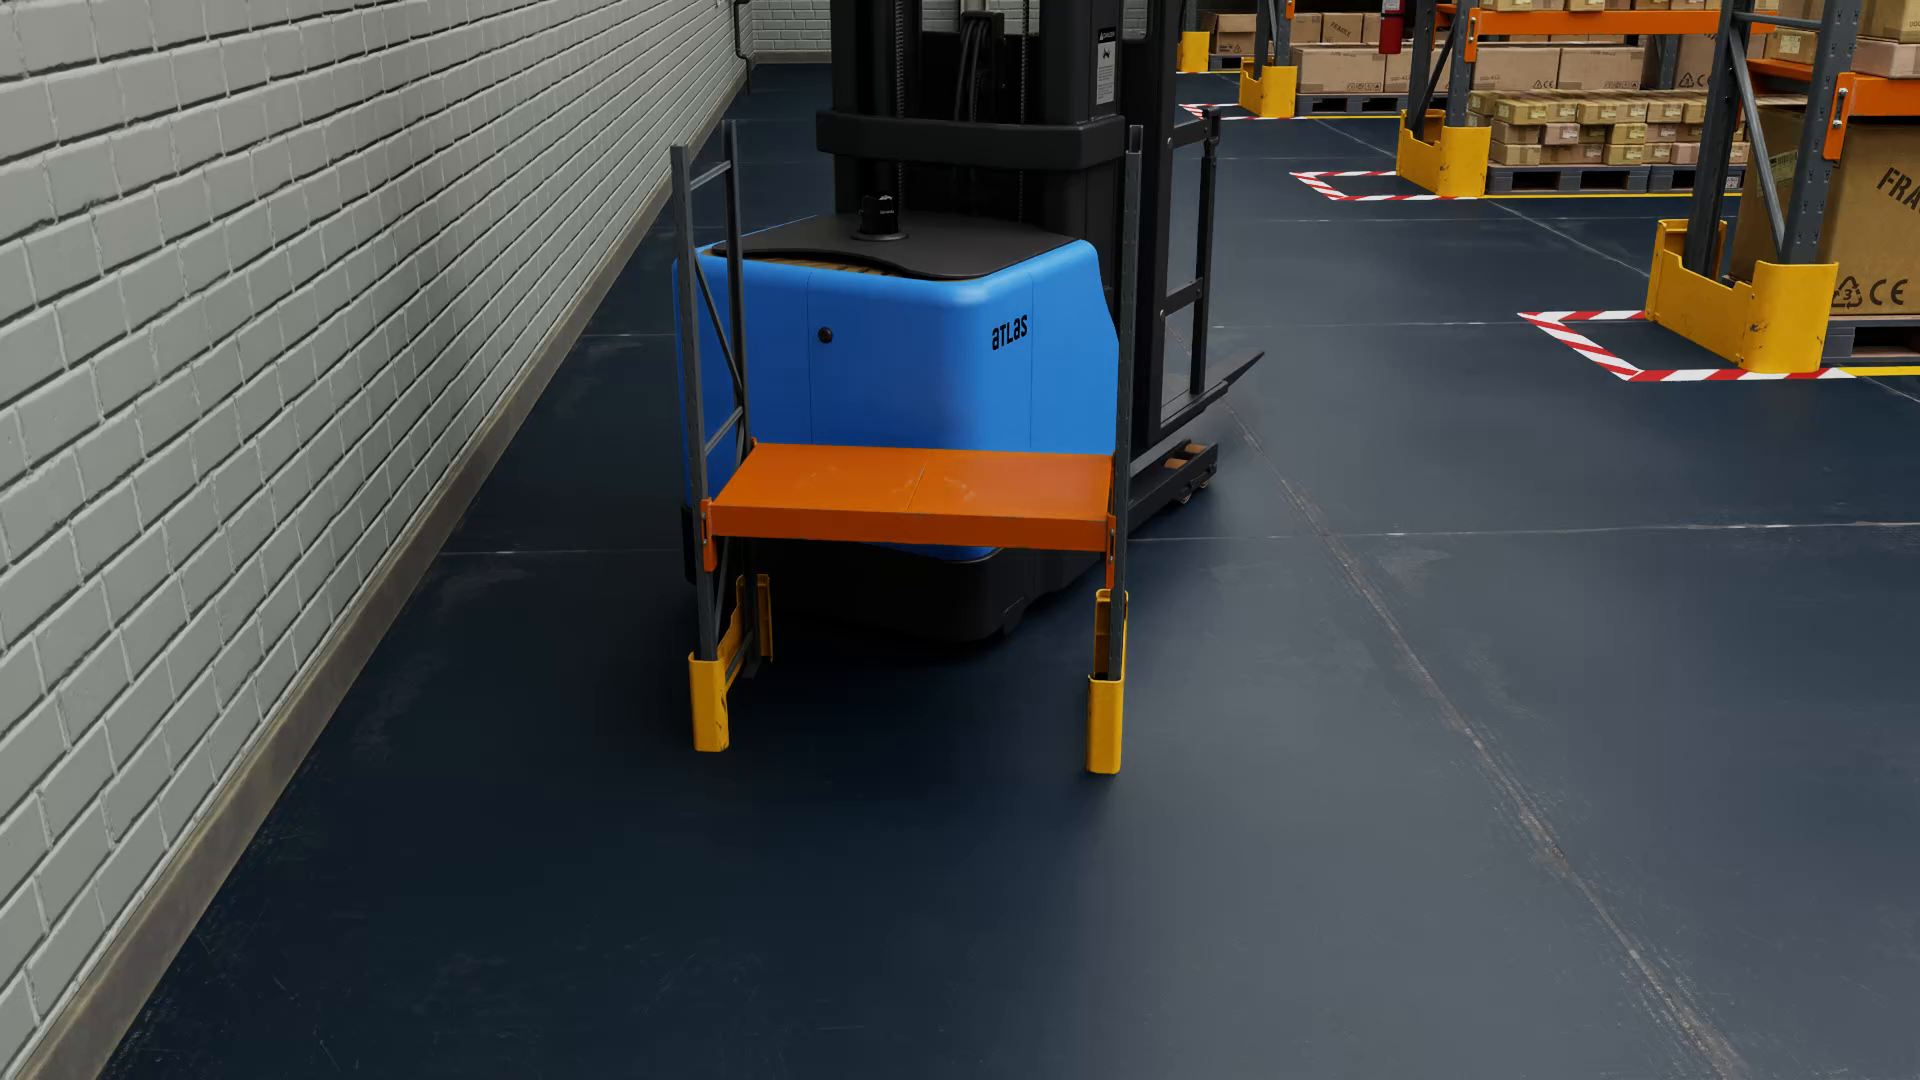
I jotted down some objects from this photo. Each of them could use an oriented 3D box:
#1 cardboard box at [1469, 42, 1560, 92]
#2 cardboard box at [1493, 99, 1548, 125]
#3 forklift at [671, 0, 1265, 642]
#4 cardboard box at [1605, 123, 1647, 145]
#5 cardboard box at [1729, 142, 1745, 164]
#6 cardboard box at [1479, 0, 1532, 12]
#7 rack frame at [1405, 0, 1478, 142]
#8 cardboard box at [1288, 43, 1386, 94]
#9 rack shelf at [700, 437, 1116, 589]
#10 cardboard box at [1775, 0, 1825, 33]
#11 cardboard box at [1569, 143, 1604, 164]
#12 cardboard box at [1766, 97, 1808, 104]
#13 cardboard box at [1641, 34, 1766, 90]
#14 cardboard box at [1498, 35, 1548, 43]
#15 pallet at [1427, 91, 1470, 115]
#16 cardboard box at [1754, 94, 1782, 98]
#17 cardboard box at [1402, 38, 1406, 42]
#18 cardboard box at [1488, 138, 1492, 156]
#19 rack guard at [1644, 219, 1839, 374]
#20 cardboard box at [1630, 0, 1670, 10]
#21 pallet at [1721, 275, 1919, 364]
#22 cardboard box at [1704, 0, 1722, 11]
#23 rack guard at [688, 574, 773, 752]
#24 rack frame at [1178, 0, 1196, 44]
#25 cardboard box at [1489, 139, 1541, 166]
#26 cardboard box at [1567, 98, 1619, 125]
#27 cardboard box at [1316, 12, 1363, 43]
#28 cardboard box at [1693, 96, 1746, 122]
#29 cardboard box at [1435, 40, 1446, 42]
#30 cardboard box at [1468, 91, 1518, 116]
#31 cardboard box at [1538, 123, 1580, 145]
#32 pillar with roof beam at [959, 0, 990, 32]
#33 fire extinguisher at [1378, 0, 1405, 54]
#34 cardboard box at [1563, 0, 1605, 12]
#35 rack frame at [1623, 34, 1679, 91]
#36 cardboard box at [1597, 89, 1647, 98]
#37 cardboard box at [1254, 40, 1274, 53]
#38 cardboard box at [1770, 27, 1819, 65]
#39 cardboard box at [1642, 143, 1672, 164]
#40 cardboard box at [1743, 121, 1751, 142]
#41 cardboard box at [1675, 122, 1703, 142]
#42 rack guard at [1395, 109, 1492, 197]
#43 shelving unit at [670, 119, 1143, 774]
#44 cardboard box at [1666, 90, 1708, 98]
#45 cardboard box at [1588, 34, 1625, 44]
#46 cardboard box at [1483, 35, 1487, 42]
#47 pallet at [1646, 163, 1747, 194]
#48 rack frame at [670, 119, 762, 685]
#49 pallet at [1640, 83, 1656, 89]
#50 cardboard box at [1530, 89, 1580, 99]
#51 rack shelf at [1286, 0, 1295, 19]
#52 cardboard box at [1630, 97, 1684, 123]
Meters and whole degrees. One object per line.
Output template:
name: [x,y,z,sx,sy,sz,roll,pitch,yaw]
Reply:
cardboard box: [5.690,-4.981,17.500,0.875,0.438,0.875,-2,21,-5]
cardboard box: [4.149,-3.170,12.312,0.250,0.149,0.380,-2,21,-6]
forklift: [0.296,-1.565,5.612,1.130,2.935,3.031,11,23,26]
cardboard box: [4.923,-3.049,12.412,0.250,0.149,0.380,-1,21,-1]
cardboard box: [5.692,-2.935,12.531,0.250,0.149,0.380,-1,21,-3]
cardboard box: [3.949,-3.911,12.030,0.250,0.149,0.380,-1,21,-3]
rack frame: [3.607,-4.138,12.274,0.127,3.000,1.000,-1,21,-3]
cardboard box: [3.877,-4.942,17.397,0.875,0.438,0.875,-2,21,-5]
rack shelf: [-0.101,-0.080,4.227,1.000,0.185,0.538,2,21,6]
cardboard box: [4.258,-2.547,7.888,0.500,0.250,0.500,-1,21,-4]
cardboard box: [4.652,-2.941,12.546,0.250,0.149,0.380,-1,21,-2]
cardboard box: [6.230,-3.219,12.440,0.250,0.149,0.380,-2,21,-6]
cardboard box: [7.831,-5.220,17.511,0.875,0.875,0.875,-1,21,-1]
cardboard box: [7.426,-6.697,21.917,0.500,0.500,0.500,0,21,-1]
pallet: [5.232,-4.659,17.561,1.213,0.211,1.003,-1,21,-3]
cardboard box: [6.199,-3.431,12.997,0.250,0.149,0.380,-1,21,-2]
cardboard box: [5.824,-6.664,22.326,0.250,0.149,0.380,-1,21,-4]
cardboard box: [4.120,-3.087,12.929,0.250,0.149,0.380,-1,21,-2]
rack guard: [3.765,-1.205,8.084,0.348,0.500,1.175,-1,21,-3]
cardboard box: [4.995,-3.968,12.180,0.250,0.149,0.380,-1,21,-4]
pallet: [4.583,-1.115,8.253,1.213,0.211,1.003,-1,21,-3]
cardboard box: [5.503,-3.960,12.161,0.250,0.149,0.380,0,21,-1]
rack guard: [-0.605,0.316,4.440,0.087,0.250,0.587,2,21,6]
rack frame: [2.936,-7.657,21.518,0.127,3.000,1.000,-1,21,-3]
cardboard box: [4.148,-2.899,12.436,0.250,0.149,0.380,-1,21,-2]
cardboard box: [4.676,-3.178,12.332,0.250,0.149,0.380,-1,21,-3]
cardboard box: [4.941,-6.643,21.777,0.500,0.500,0.500,-1,21,-2]
cardboard box: [5.708,-3.243,12.503,0.250,0.149,0.380,-1,21,-3]
cardboard box: [6.390,-6.487,21.860,0.250,0.149,0.380,-2,21,-5]
cardboard box: [4.121,-3.381,12.865,0.250,0.149,0.380,-1,21,-2]
cardboard box: [4.421,-3.046,12.404,0.250,0.149,0.380,-1,21,-3]
pillar with roof beam: [0.439,-9.197,17.131,0.400,9.000,9.100,-1,21,-3]
fire extinguisher: [3.329,-4.086,12.771,0.183,0.674,0.296,-1,21,-3]
cardboard box: [4.472,-3.917,12.047,0.250,0.149,0.380,-2,21,-5]
rack frame: [7.217,-5.976,17.100,0.127,3.000,1.000,-1,21,-3]
cardboard box: [5.153,-3.424,12.978,0.250,0.149,0.380,0,21,-1]
cardboard box: [3.979,-6.495,21.881,0.250,0.149,0.380,-2,21,-5]
cardboard box: [4.126,-2.381,8.012,0.250,0.149,0.380,-1,21,-2]
cardboard box: [5.163,-2.946,12.560,0.250,0.149,0.380,-1,21,-3]
cardboard box: [5.990,-3.101,12.548,0.250,0.149,0.380,-2,21,-6]
cardboard box: [5.451,-3.108,12.568,0.250,0.149,0.380,0,21,0]
rack guard: [3.683,-2.971,12.723,0.348,0.500,1.175,-1,21,-3]
shelving unit: [-0.110,-0.248,4.164,1.083,1.500,0.587,2,21,6]
cardboard box: [5.683,-3.405,12.929,0.250,0.149,0.380,-1,21,-3]
cardboard box: [8.455,-6.720,21.978,0.500,0.500,0.500,-2,21,-5]
cardboard box: [7.403,-6.882,22.404,0.500,0.500,0.500,-1,21,-3]
pallet: [5.711,-2.864,12.847,1.213,0.211,1.003,-1,21,-3]
rack frame: [-0.606,-0.268,4.217,0.032,1.500,0.500,2,21,6]
pallet: [7.983,-4.715,17.708,1.213,0.211,1.003,-1,21,-3]
cardboard box: [4.626,-3.416,12.957,0.250,0.149,0.380,-2,21,-4]
rack shelf: [5.220,-5.599,17.122,4.000,0.370,1.077,-1,21,-3]
cardboard box: [5.197,-3.215,12.429,0.250,0.149,0.380,0,21,-1]
